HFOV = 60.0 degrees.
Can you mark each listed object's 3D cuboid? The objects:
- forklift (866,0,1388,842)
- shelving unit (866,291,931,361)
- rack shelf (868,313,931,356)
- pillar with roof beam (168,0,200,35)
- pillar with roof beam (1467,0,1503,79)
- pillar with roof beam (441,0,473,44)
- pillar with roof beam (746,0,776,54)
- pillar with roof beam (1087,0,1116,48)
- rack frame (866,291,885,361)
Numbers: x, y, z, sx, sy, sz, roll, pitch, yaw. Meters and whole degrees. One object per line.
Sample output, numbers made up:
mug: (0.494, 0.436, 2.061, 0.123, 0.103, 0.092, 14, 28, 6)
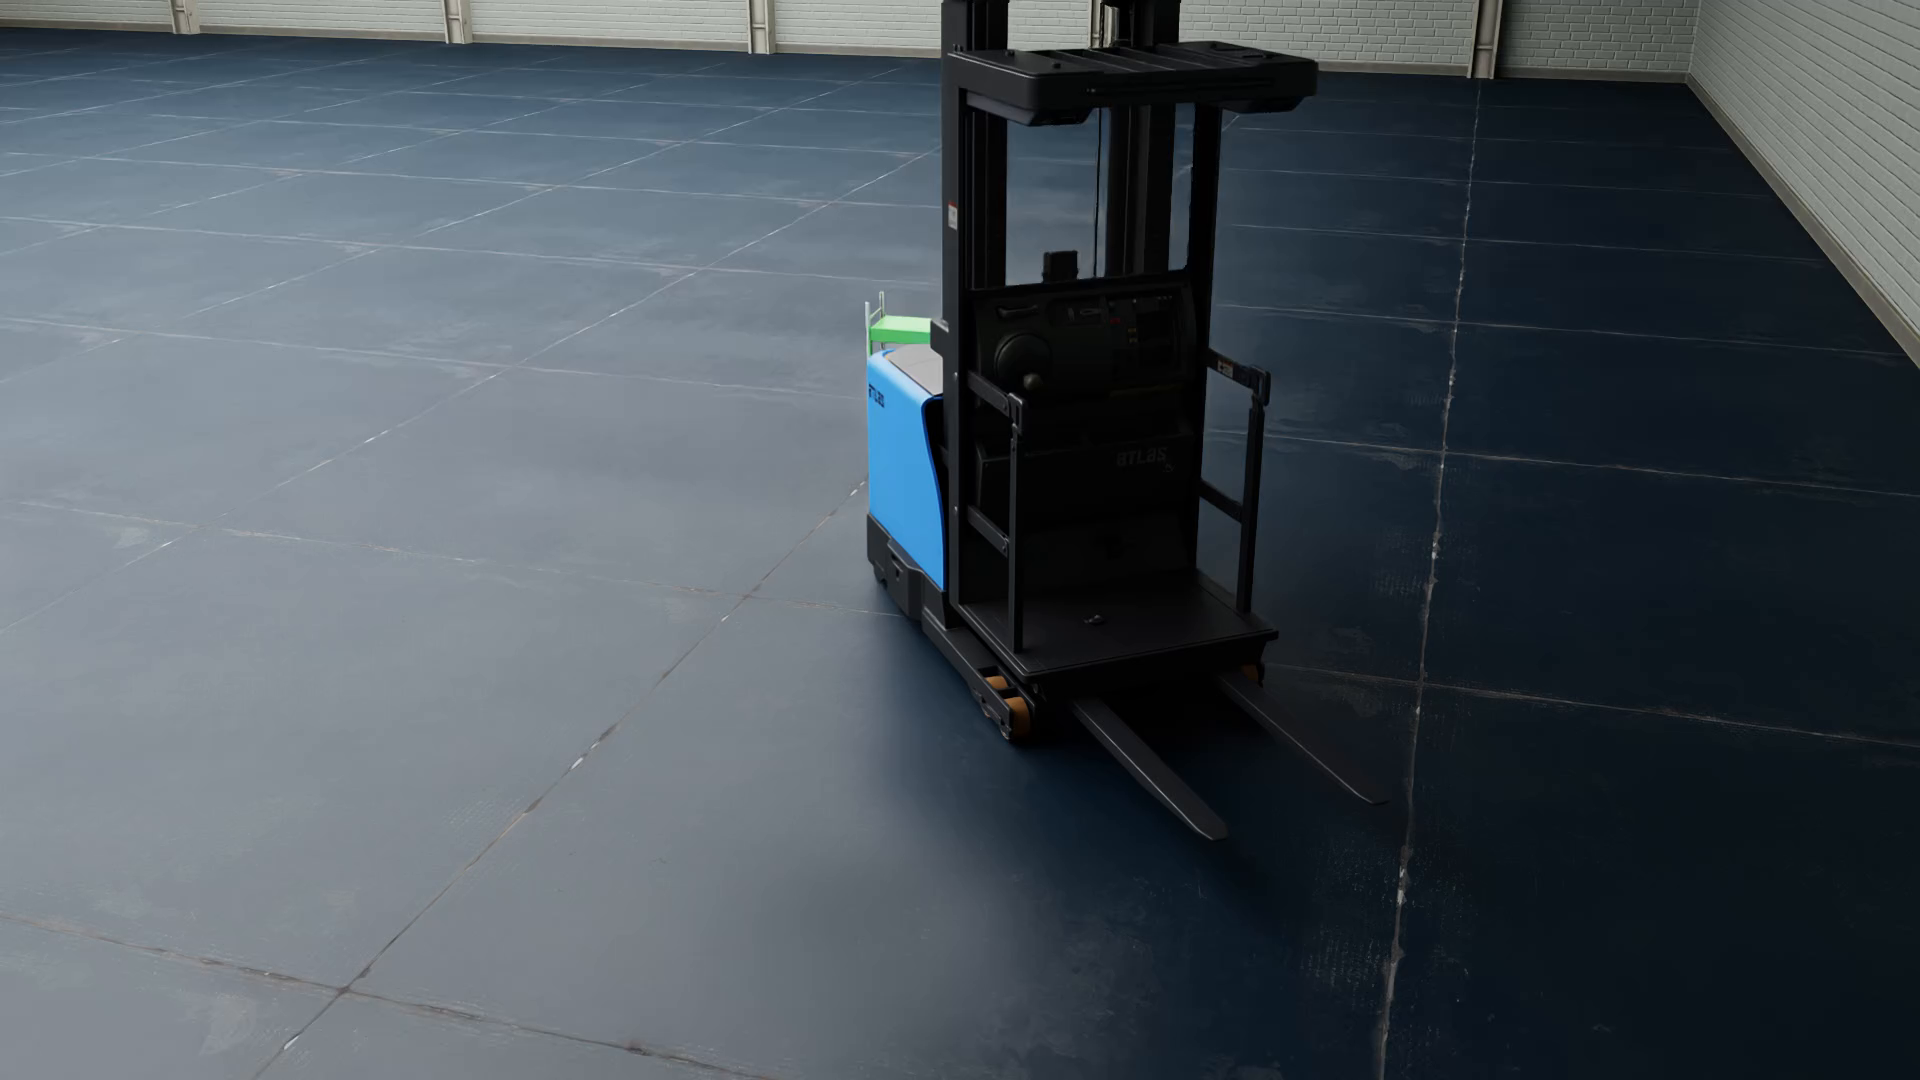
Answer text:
forklift: (0.571, -0.766, 6.276, 1.130, 2.935, 3.031, -8, 24, -20)
shelving unit: (-0.172, -0.581, 8.106, 0.503, 1.200, 0.258, 6, 23, 14)
rack shelf: (-0.172, -0.966, 7.948, 0.480, 0.148, 0.258, 6, 23, 14)
pillar with roof beam: (-16.170, -12.387, 26.611, 0.400, 9.000, 9.100, 7, 23, 16)
pillar with roof beam: (6.807, -9.756, 20.197, 0.400, 9.000, 9.100, 7, 23, 16)
pillar with roof beam: (-10.425, -11.730, 25.008, 0.400, 9.000, 9.100, 7, 23, 16)
pillar with roof beam: (-4.681, -11.072, 23.404, 0.400, 9.000, 9.100, 7, 23, 16)
pillar with roof beam: (1.063, -10.414, 21.801, 0.400, 9.000, 9.100, 7, 23, 16)
rack frame: (-0.407, -0.606, 8.166, 0.015, 1.200, 0.240, 6, 23, 14)
